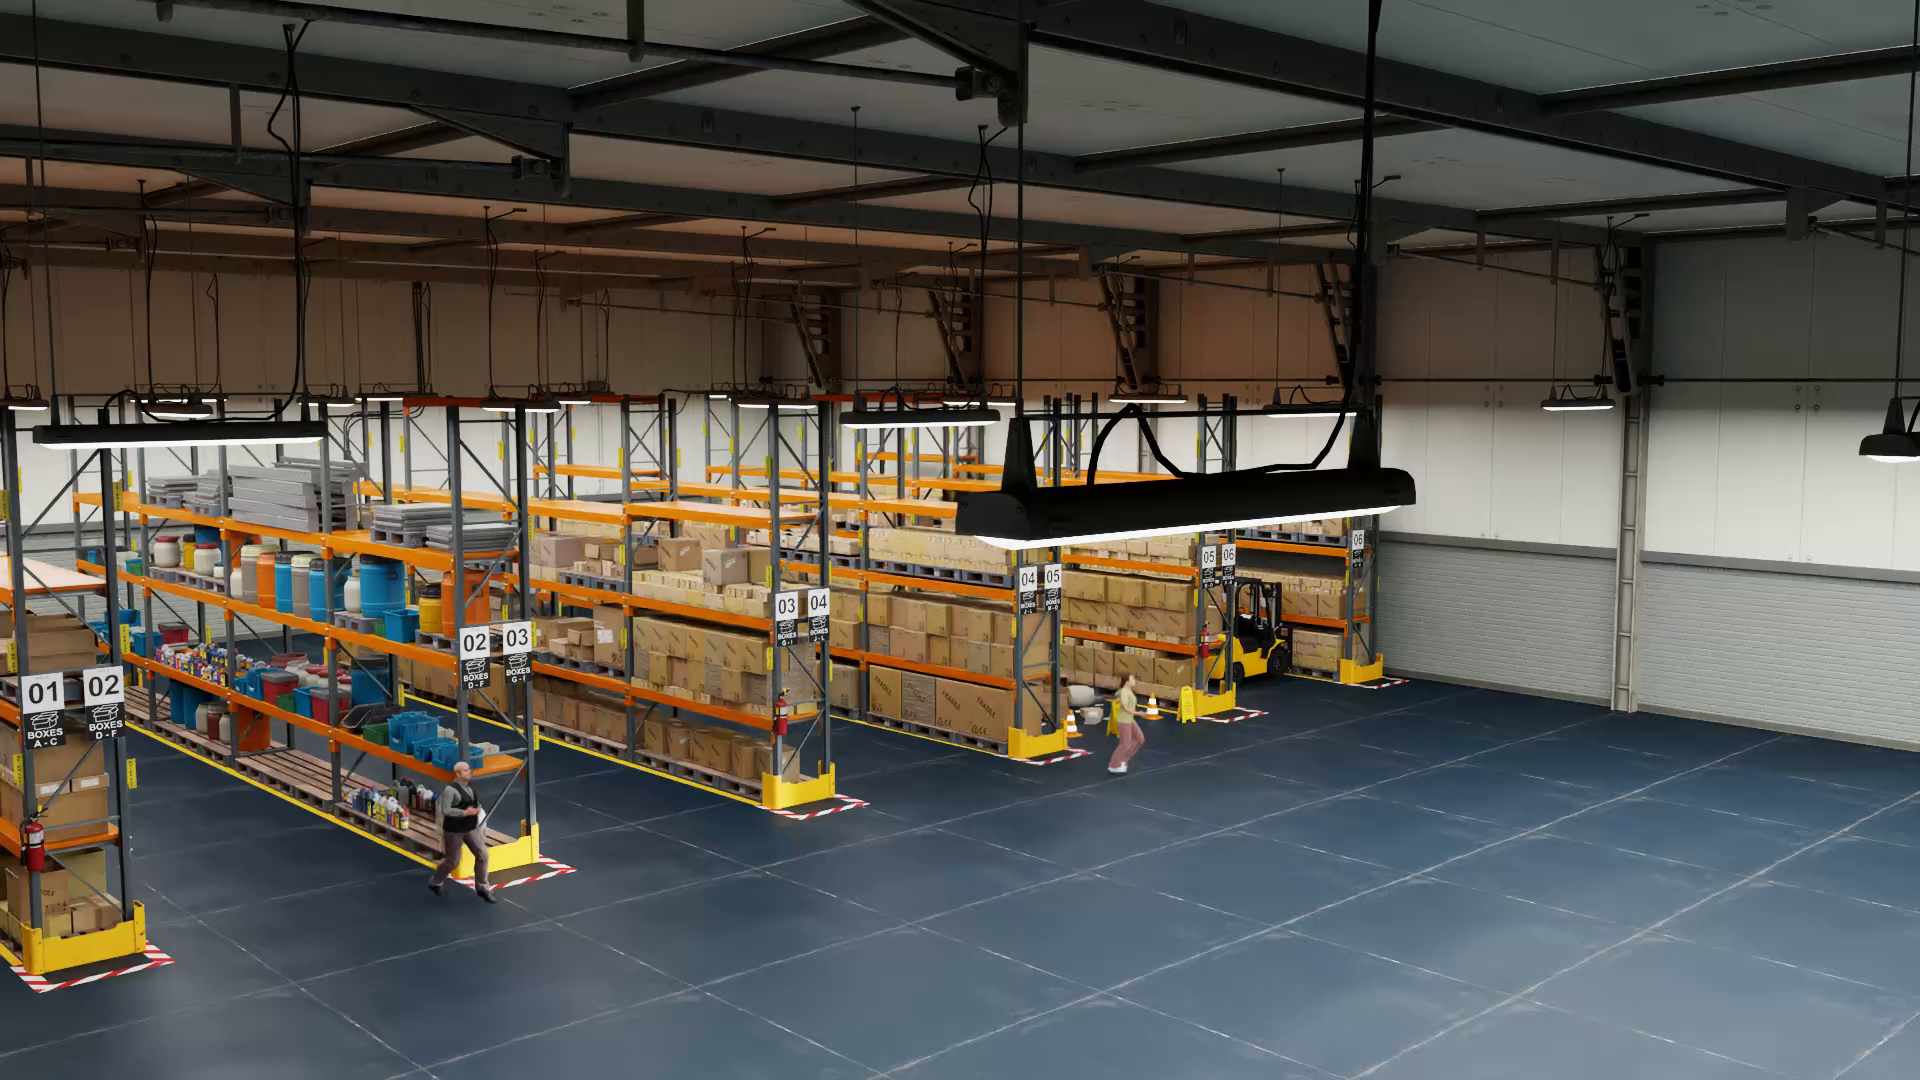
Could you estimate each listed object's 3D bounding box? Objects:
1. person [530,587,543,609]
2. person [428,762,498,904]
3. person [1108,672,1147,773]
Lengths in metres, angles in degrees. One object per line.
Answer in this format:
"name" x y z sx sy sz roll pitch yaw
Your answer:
"person" -10.374 1.625 40.634 0.645 1.597 0.547 4 7 36
"person" -6.059 3.539 20.115 0.886 1.755 0.682 2 6 20
"person" 2.696 2.929 26.701 0.619 1.649 0.599 1 6 13
